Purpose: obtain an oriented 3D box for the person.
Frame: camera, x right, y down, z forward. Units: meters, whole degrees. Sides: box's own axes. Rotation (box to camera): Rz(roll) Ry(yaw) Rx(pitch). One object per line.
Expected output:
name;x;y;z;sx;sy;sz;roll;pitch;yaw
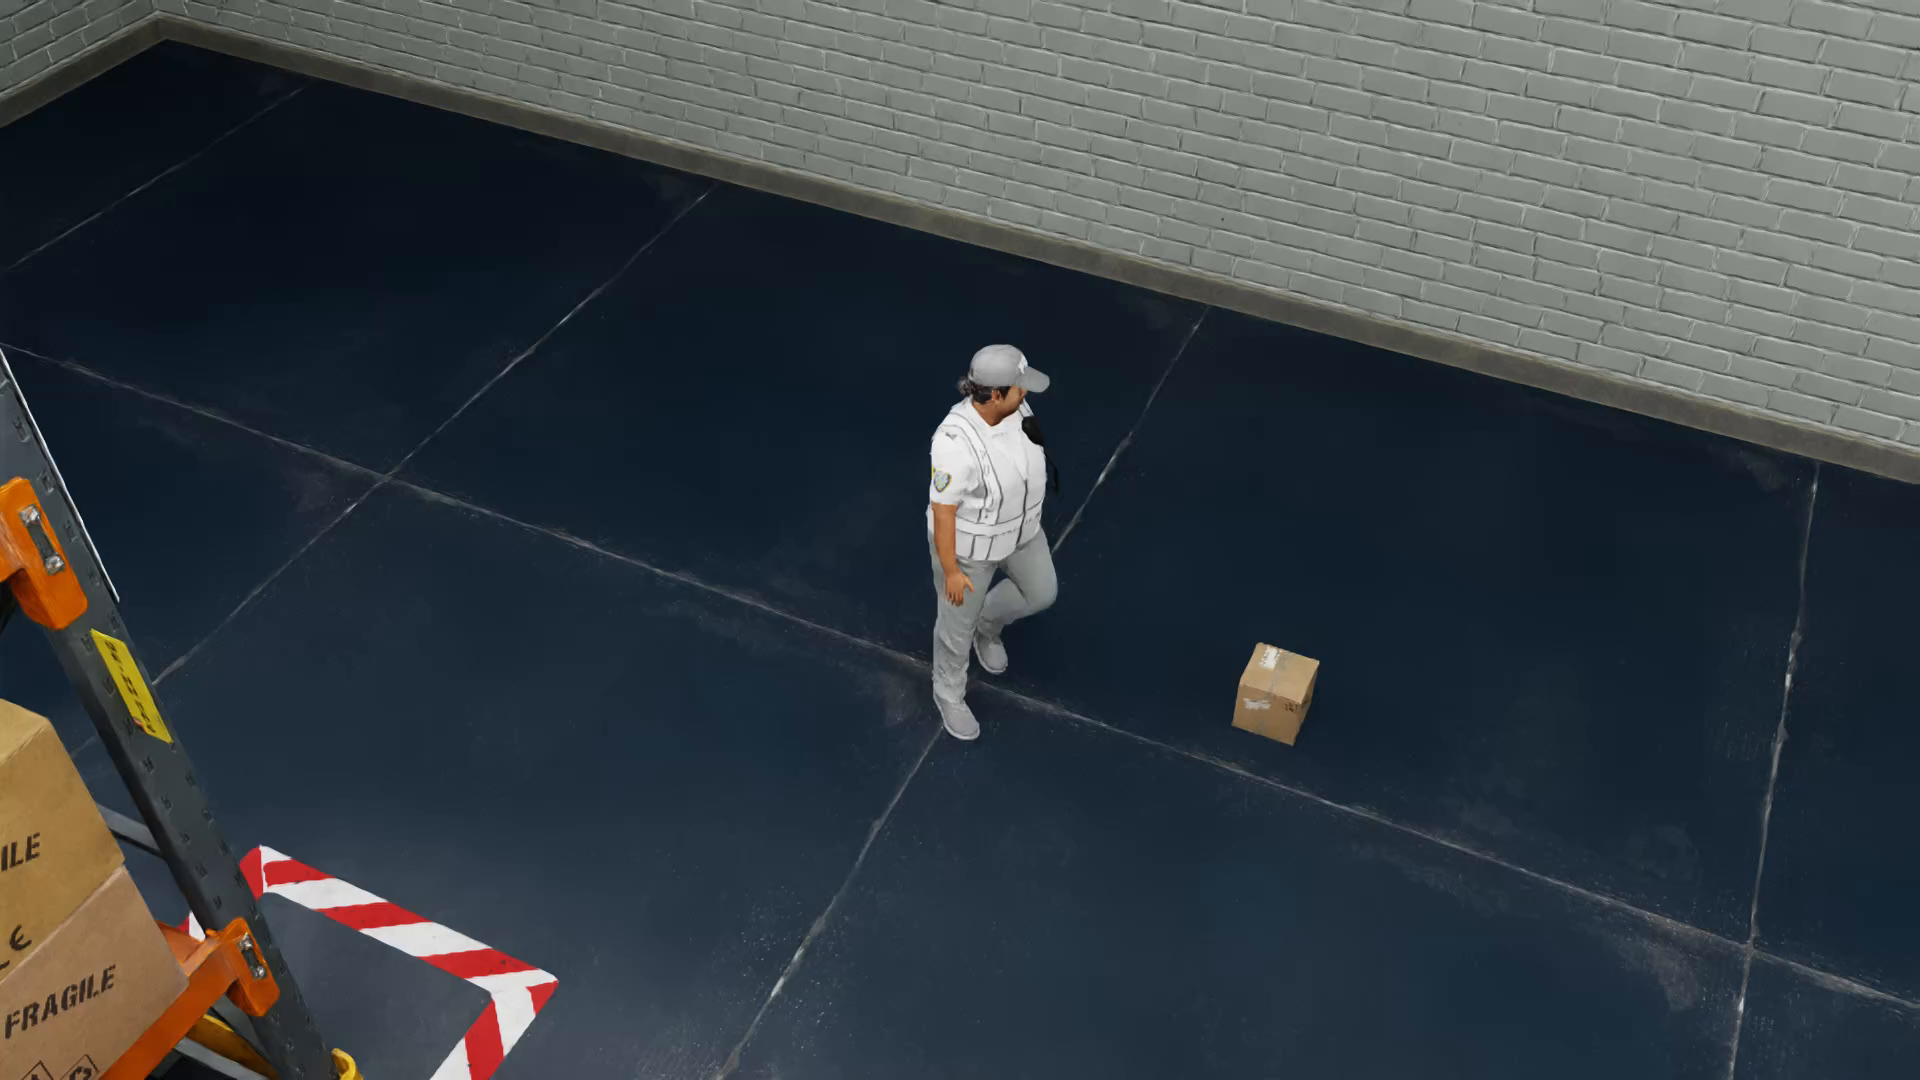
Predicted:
person;0.074;-0.026;6.166;0.531;1.658;0.416;-33;52;-31
